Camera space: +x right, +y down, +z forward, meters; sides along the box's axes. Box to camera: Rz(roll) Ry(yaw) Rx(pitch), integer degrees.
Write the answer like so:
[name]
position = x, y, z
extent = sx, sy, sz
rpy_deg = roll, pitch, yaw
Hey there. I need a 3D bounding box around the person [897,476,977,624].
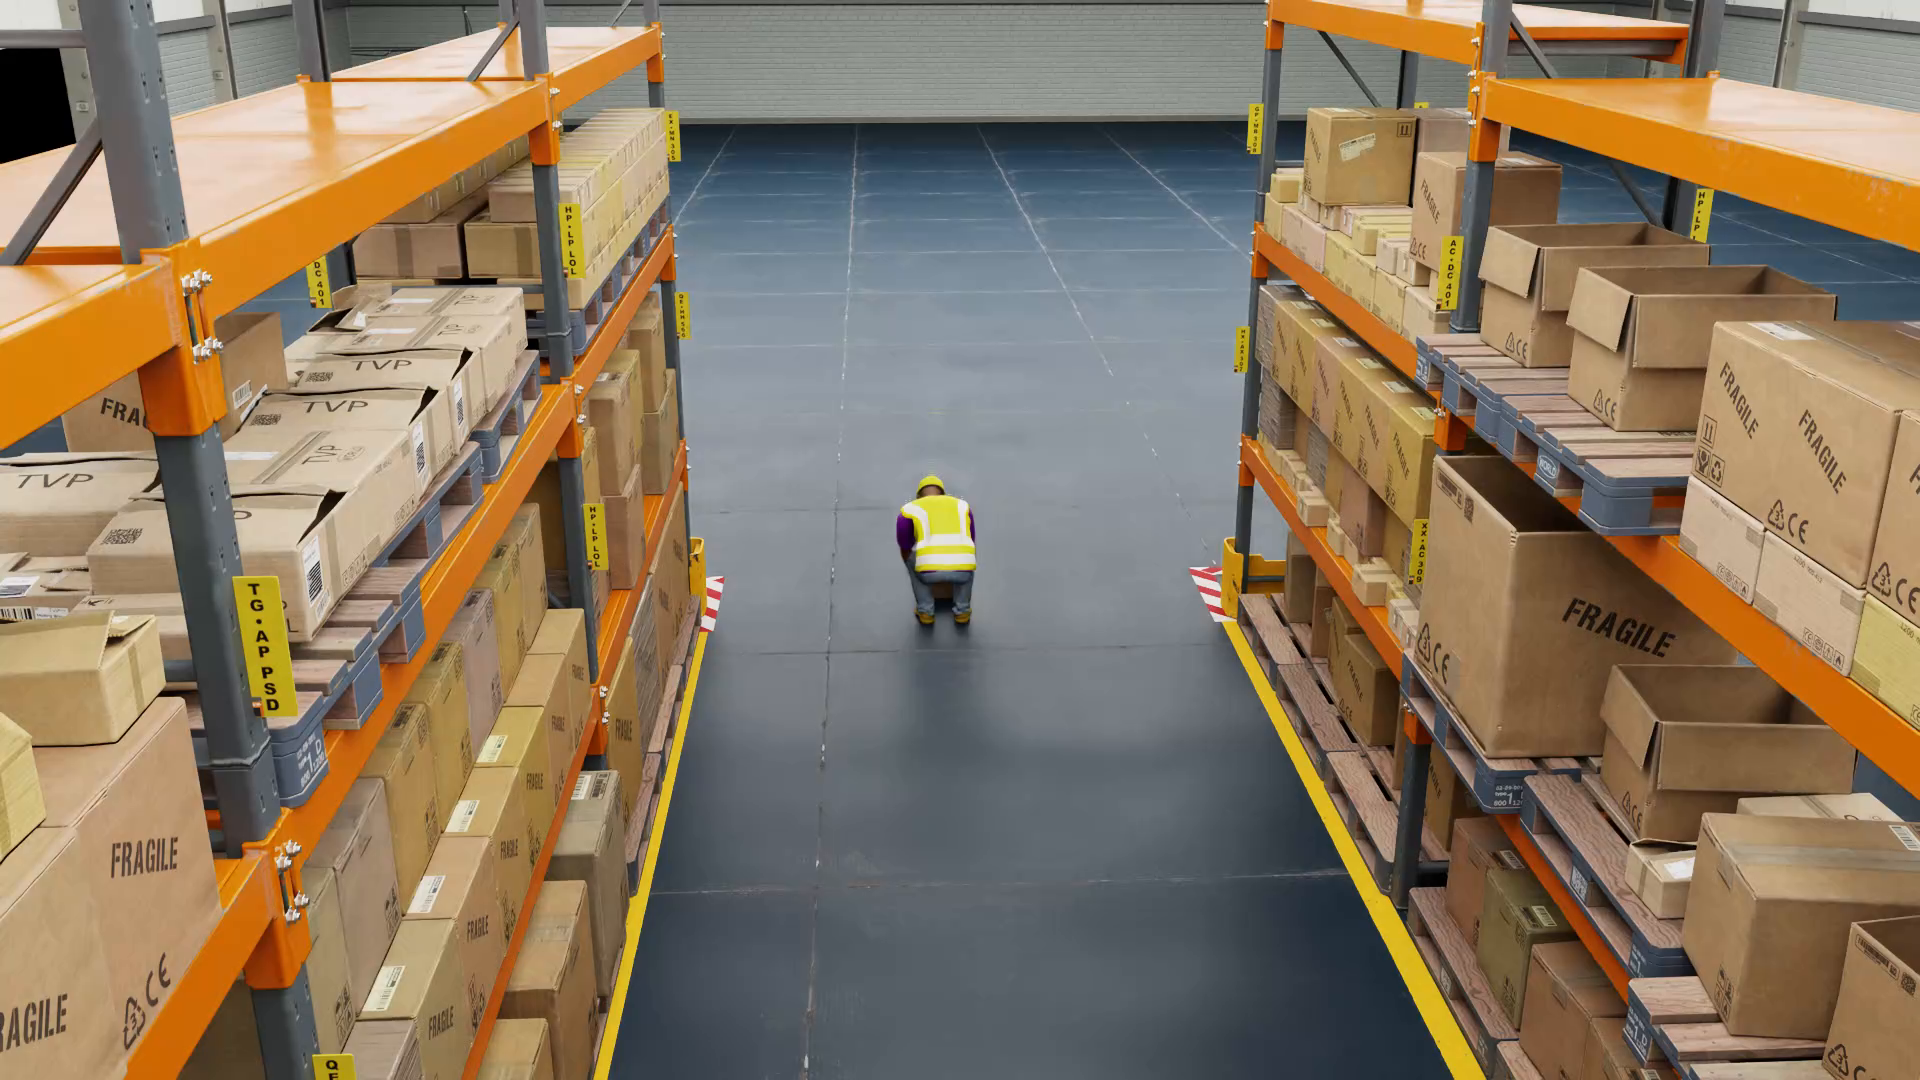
[person]
position = -0.166, 0.082, 12.043
extent = 0.569, 0.926, 0.897
rpy_deg = -1, 20, -3
